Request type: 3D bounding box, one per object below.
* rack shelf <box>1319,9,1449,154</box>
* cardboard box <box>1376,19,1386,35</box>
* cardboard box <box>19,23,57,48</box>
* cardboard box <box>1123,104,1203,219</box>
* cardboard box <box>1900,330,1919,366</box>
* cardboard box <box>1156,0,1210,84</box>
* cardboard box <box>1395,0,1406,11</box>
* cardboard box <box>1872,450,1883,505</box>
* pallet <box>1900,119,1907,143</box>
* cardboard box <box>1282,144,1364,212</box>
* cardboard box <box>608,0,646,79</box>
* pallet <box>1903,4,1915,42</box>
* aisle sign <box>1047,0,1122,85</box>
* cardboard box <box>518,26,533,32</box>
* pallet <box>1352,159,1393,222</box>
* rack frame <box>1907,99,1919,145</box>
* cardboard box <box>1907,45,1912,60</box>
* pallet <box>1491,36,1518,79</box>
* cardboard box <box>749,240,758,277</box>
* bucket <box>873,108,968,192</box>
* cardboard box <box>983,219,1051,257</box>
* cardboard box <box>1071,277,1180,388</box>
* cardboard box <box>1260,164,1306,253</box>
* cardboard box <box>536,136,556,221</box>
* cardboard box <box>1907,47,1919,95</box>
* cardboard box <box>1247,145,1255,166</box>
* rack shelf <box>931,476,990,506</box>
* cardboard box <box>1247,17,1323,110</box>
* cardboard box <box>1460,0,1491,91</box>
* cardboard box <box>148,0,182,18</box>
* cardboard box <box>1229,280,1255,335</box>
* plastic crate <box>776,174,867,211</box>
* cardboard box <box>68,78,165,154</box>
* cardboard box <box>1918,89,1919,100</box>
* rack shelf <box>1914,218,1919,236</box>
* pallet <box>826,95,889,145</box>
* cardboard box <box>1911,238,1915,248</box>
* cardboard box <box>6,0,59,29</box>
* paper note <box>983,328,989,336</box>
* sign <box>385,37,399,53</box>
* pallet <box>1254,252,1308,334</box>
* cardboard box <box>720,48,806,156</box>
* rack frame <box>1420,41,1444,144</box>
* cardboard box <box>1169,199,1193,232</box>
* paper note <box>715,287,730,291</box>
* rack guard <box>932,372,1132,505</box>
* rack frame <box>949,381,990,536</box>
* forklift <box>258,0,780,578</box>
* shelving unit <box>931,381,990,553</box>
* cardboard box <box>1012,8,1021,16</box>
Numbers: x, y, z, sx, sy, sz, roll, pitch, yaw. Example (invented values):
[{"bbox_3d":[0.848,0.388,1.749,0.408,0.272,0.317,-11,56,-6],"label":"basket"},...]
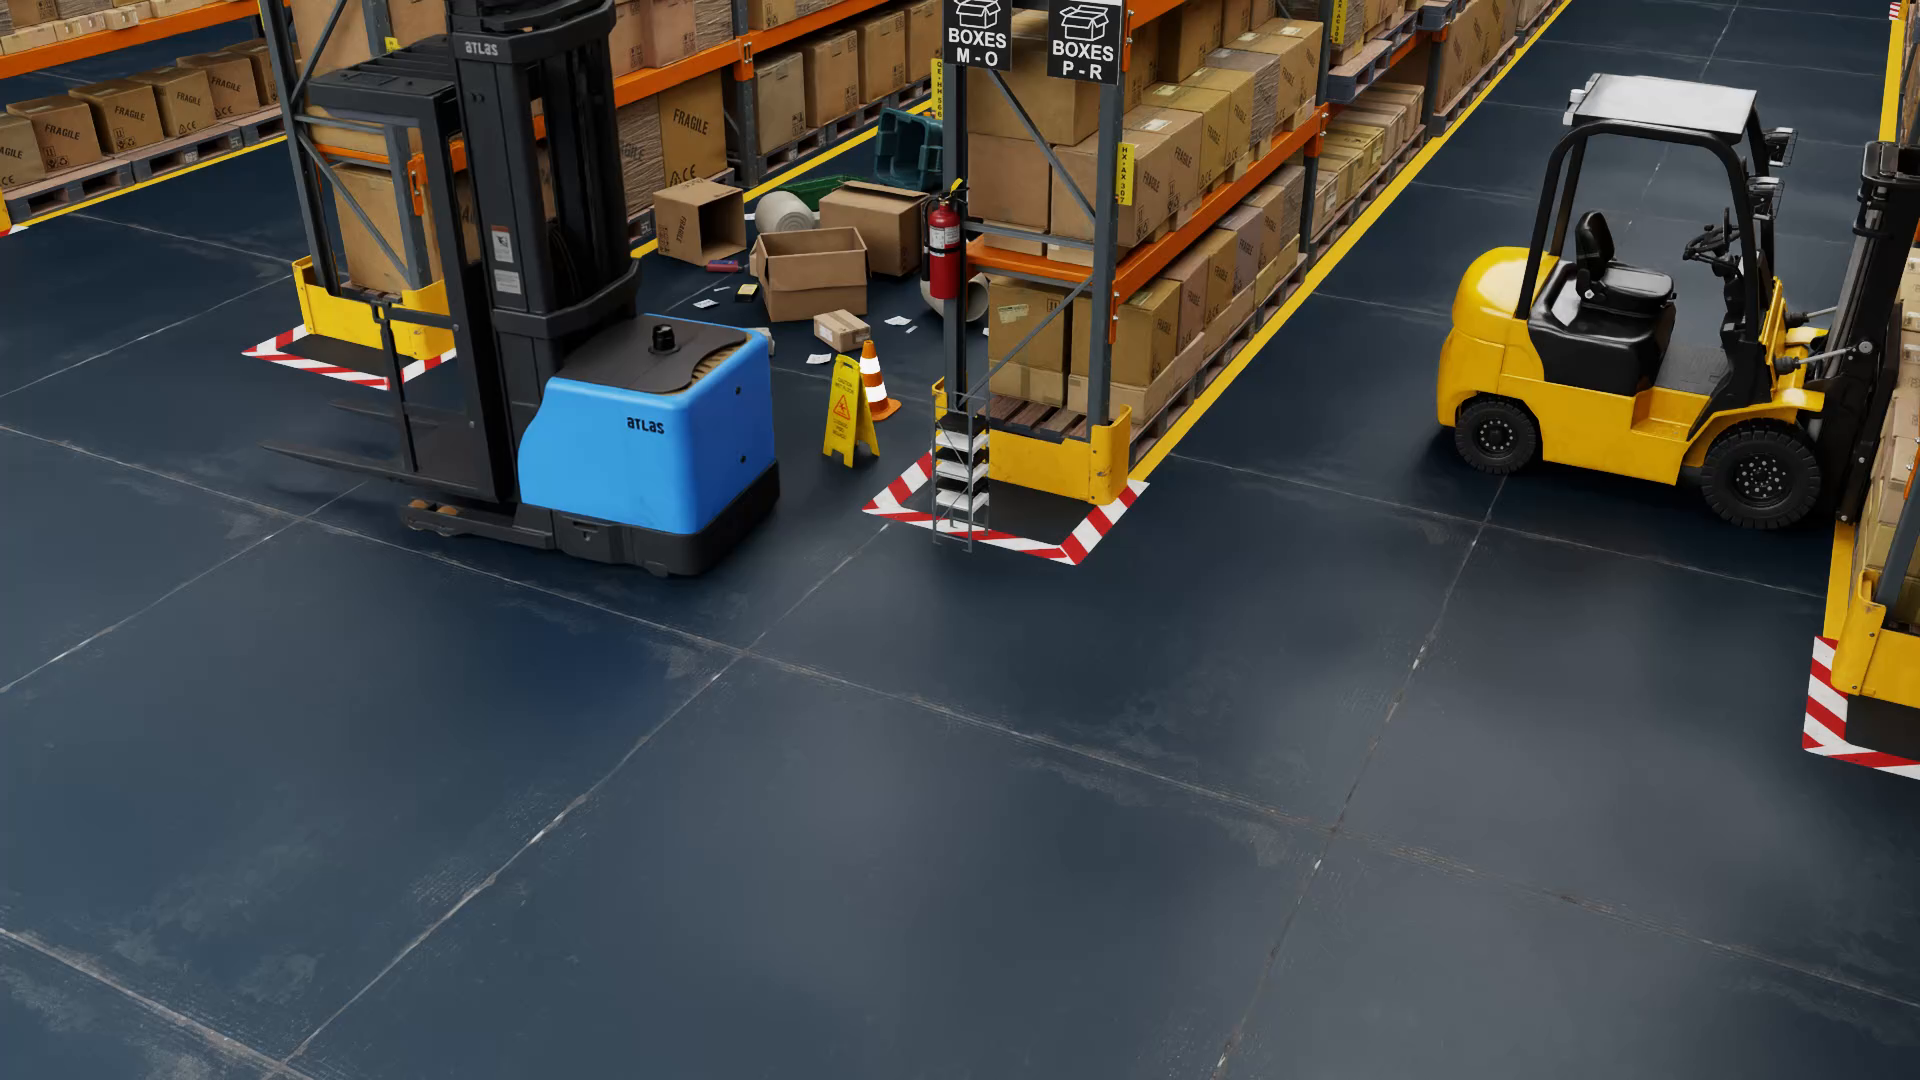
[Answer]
[{"bbox_3d":[3.110,-4.011,13.946,1.077,0.370,4.000,14,33,23],"label":"rack shelf"},{"bbox_3d":[3.183,-4.149,13.293,0.380,0.149,0.250,15,33,24],"label":"cardboard box"},{"bbox_3d":[-7.750,-4.204,13.812,0.380,0.149,0.250,14,33,23],"label":"cardboard box"},{"bbox_3d":[1.072,-2.213,9.693,0.500,0.500,0.500,15,33,25],"label":"cardboard box"},{"bbox_3d":[5.415,-0.914,9.165,0.500,0.250,0.500,14,33,22],"label":"cardboard box"},{"bbox_3d":[1.144,-3.207,10.420,0.700,0.500,0.500,14,33,23],"label":"cardboard box"},{"bbox_3d":[3.357,-4.602,13.432,0.500,0.500,0.500,13,32,21],"label":"cardboard box"},{"bbox_3d":[4.978,-0.252,8.515,0.500,0.250,0.500,14,33,23],"label":"cardboard box"},{"bbox_3d":[9.372,-3.738,15.547,1.003,0.211,1.213,14,33,23],"label":"pallet"},{"bbox_3d":[2.760,-3.032,13.735,0.950,0.372,0.625,16,34,26],"label":"cardboard box"},{"bbox_3d":[-2.993,-3.952,12.969,0.875,0.550,0.550,14,33,23],"label":"cardboard box"},{"bbox_3d":[11.689,-6.035,19.548,1.003,0.211,1.213,14,33,23],"label":"pallet"},{"bbox_3d":[0.624,-2.693,8.317,0.394,0.787,0.004,14,33,23],"label":"aisle sign"},{"bbox_3d":[-3.328,-3.913,11.817,0.875,0.550,0.550,14,33,23],"label":"cardboard box"},{"bbox_3d":[3.107,-3.116,14.464,1.003,0.211,1.213,14,33,23],"label":"pallet"},{"bbox_3d":[8.441,-4.086,13.353,1.000,3.000,0.127,14,33,23],"label":"rack frame"},{"bbox_3d":[10.256,-5.118,17.592,0.380,0.149,0.250,13,32,22],"label":"cardboard box"},{"bbox_3d":[5.559,-5.415,18.467,1.003,0.211,1.213,14,33,23],"label":"pallet"},{"bbox_3d":[-1.397,-2.150,12.726,0.396,0.266,0.258,21,36,32],"label":"cardboard box"},{"bbox_3d":[-0.264,-3.171,13.521,0.620,0.611,0.726,-14,31,-42],"label":"bucket"},{"bbox_3d":[0.356,-1.769,9.571,0.380,0.149,0.250,15,33,25],"label":"cardboard box"},{"bbox_3d":[1.000,-1.284,10.060,0.500,0.500,0.500,13,32,22],"label":"cardboard box"},{"bbox_3d":[2.168,-2.429,12.053,0.500,0.500,0.500,14,33,23],"label":"cardboard box"},{"bbox_3d":[-3.427,-2.709,12.666,0.875,0.875,0.875,14,33,23],"label":"cardboard box"},{"bbox_3d":[9.609,-4.555,16.259,0.500,0.500,0.500,14,33,23],"label":"cardboard box"},{"bbox_3d":[1.720,-2.558,10.945,0.380,0.149,0.250,14,33,22],"label":"cardboard box"},{"bbox_3d":[0.004,-0.287,9.093,0.258,0.077,0.200,14,33,23],"label":"rack shelf"},{"bbox_3d":[2.218,-3.356,11.682,0.500,0.500,0.500,13,32,22],"label":"cardboard box"},{"bbox_3d":[4.819,-5.153,16.922,0.875,0.875,0.875,15,33,24],"label":"cardboard box"},{"bbox_3d":[-7.156,-4.752,14.766,0.380,0.149,0.250,14,33,23],"label":"cardboard box"},{"bbox_3d":[1.699,-1.641,11.435,0.500,0.250,0.500,15,33,24],"label":"cardboard box"},{"bbox_3d":[-1.167,-2.946,14.134,0.662,0.188,0.450,-18,24,-28],"label":"plastic crate"},{"bbox_3d":[-7.602,-3.829,14.994,0.500,0.500,0.500,18,34,28],"label":"cardboard box"},{"bbox_3d":[8.537,-3.870,14.413,0.380,0.149,0.250,13,32,21],"label":"cardboard box"},{"bbox_3d":[7.530,-2.887,11.988,1.077,0.370,4.000,14,33,23],"label":"rack shelf"},{"bbox_3d":[-1.415,-4.208,16.365,1.003,0.211,1.213,14,33,23],"label":"pallet"},{"bbox_3d":[7.207,-2.041,11.755,0.875,0.625,0.625,14,33,23],"label":"cardboard box"},{"bbox_3d":[-8.050,-4.571,13.798,0.875,0.500,0.500,14,33,23],"label":"cardboard box"},{"bbox_3d":[0.237,-1.480,11.797,0.142,0.019,0.148,4,30,6],"label":"paper note"},{"bbox_3d":[-3.585,-3.023,10.553,0.100,0.325,0.005,14,33,23],"label":"sign"},{"bbox_3d":[1.924,-1.922,12.385,1.003,0.211,1.213,14,33,23],"label":"pallet"},{"bbox_3d":[-2.051,-4.017,15.071,1.050,0.750,0.750,14,33,23],"label":"cardboard box"},{"bbox_3d":[4.021,-5.210,15.311,1.000,3.000,0.127,14,33,23],"label":"rack frame"},{"bbox_3d":[1.167,-1.975,9.929,0.380,0.149,0.250,15,33,24],"label":"cardboard box"},{"bbox_3d":[-1.795,-1.894,12.538,0.123,0.001,0.032,-18,34,-28],"label":"paper note"},{"bbox_3d":[0.411,-0.613,9.816,1.175,0.500,0.348,14,33,23],"label":"rack guard"},{"bbox_3d":[0.050,-0.439,9.110,0.240,0.900,0.006,14,33,23],"label":"rack frame"},{"bbox_3d":[-2.602,-1.522,8.957,3.031,2.935,1.130,11,32,18],"label":"forklift"},{"bbox_3d":[0.004,-0.394,9.032,0.258,0.900,0.210,14,33,23],"label":"shelving unit"},{"bbox_3d":[0.343,-5.866,18.541,0.500,0.500,0.500,15,33,24],"label":"cardboard box"}]
